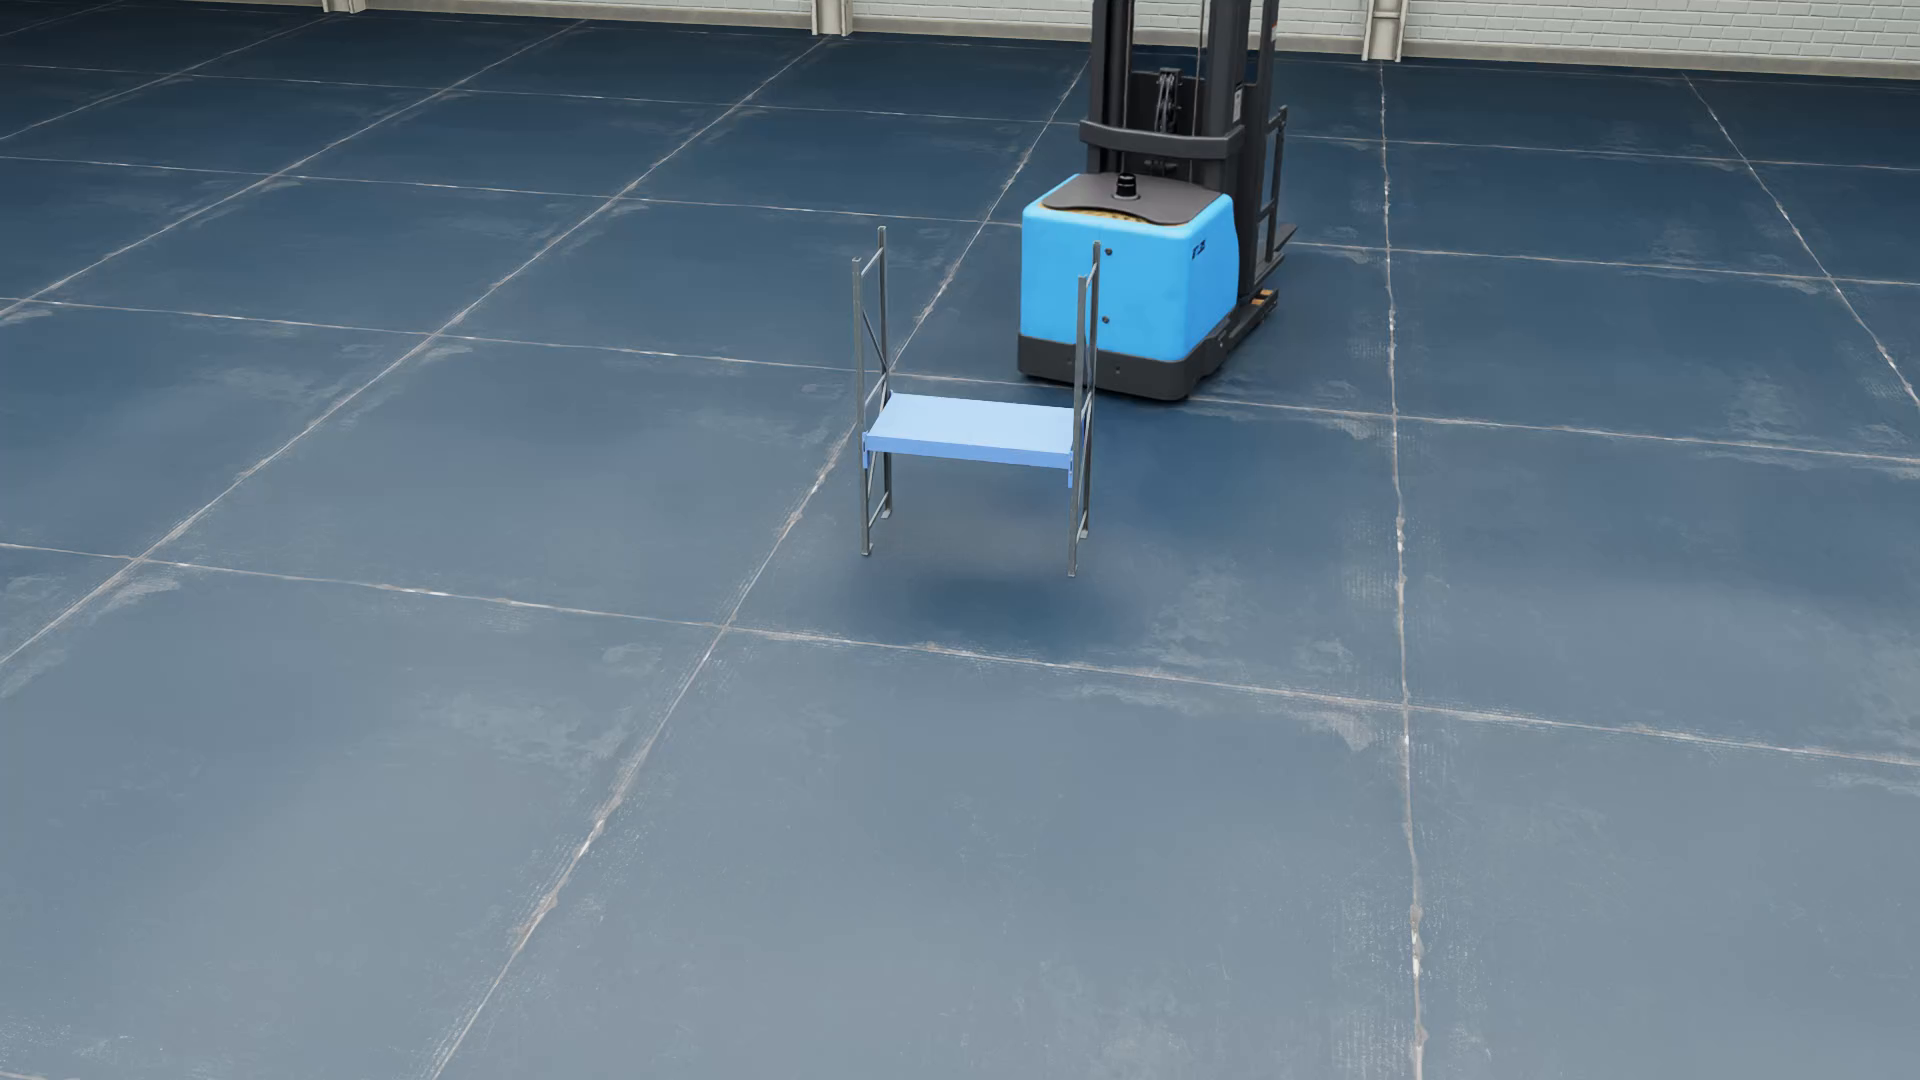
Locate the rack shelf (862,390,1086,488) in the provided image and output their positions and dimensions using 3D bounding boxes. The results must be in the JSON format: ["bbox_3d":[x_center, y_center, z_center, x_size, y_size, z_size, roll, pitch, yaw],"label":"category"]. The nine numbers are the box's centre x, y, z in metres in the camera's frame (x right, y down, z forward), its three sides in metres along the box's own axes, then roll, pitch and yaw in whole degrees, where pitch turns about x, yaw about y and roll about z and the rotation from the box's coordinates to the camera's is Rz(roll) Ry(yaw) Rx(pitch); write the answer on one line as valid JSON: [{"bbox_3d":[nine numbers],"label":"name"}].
[{"bbox_3d":[0.083,-0.492,7.961,1.000,0.185,0.538,6,29,11],"label":"rack shelf"}]

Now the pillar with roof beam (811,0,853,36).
[{"bbox_3d":[-2.325,-7.615,12.789,0.400,9.000,9.100,6,29,11],"label":"pillar with roof beam"}]

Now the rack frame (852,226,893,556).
[{"bbox_3d":[-0.414,-0.700,7.967,0.032,1.500,0.500,6,29,11],"label":"rack frame"}]

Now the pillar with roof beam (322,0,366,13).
[{"bbox_3d":[-8.193,-8.217,13.888,0.400,9.000,9.100,6,29,11],"label":"pillar with roof beam"}]

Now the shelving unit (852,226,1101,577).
[{"bbox_3d":[0.083,-0.649,7.874,1.048,1.500,0.538,6,29,11],"label":"shelving unit"}]

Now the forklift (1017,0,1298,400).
[{"bbox_3d":[1.447,-2.771,10.258,1.130,2.935,3.031,13,31,23],"label":"forklift"}]

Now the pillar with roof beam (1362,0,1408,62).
[{"bbox_3d":[3.543,-7.014,11.690,0.400,9.000,9.100,6,29,11],"label":"pillar with roof beam"}]

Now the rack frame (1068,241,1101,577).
[{"bbox_3d":[0.581,-0.598,7.781,0.032,1.500,0.500,6,29,11],"label":"rack frame"}]
